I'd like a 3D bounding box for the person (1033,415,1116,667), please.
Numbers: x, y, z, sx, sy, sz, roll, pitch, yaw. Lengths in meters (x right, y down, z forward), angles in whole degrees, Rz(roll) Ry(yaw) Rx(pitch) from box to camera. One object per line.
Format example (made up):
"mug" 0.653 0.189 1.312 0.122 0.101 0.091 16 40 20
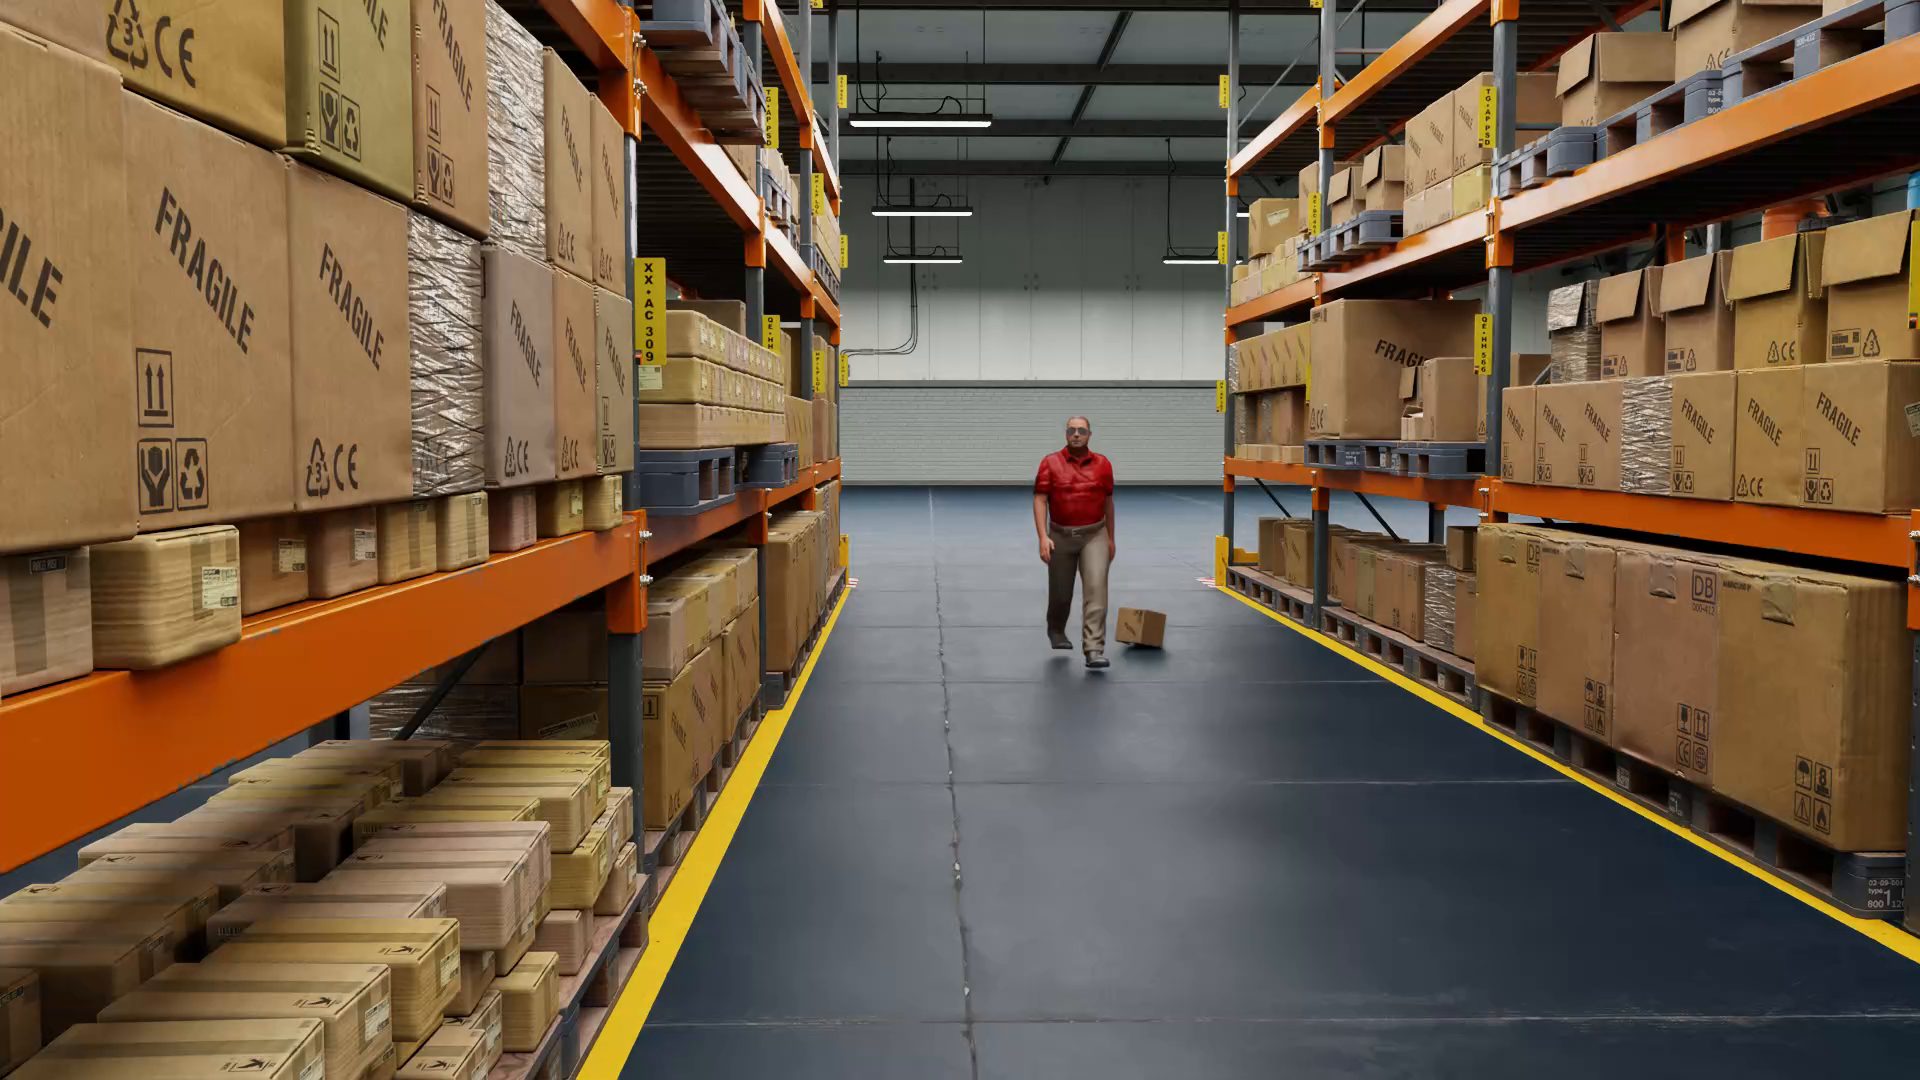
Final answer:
"person" 0.776 -0.005 11.173 0.578 1.662 1.115 0 4 0
